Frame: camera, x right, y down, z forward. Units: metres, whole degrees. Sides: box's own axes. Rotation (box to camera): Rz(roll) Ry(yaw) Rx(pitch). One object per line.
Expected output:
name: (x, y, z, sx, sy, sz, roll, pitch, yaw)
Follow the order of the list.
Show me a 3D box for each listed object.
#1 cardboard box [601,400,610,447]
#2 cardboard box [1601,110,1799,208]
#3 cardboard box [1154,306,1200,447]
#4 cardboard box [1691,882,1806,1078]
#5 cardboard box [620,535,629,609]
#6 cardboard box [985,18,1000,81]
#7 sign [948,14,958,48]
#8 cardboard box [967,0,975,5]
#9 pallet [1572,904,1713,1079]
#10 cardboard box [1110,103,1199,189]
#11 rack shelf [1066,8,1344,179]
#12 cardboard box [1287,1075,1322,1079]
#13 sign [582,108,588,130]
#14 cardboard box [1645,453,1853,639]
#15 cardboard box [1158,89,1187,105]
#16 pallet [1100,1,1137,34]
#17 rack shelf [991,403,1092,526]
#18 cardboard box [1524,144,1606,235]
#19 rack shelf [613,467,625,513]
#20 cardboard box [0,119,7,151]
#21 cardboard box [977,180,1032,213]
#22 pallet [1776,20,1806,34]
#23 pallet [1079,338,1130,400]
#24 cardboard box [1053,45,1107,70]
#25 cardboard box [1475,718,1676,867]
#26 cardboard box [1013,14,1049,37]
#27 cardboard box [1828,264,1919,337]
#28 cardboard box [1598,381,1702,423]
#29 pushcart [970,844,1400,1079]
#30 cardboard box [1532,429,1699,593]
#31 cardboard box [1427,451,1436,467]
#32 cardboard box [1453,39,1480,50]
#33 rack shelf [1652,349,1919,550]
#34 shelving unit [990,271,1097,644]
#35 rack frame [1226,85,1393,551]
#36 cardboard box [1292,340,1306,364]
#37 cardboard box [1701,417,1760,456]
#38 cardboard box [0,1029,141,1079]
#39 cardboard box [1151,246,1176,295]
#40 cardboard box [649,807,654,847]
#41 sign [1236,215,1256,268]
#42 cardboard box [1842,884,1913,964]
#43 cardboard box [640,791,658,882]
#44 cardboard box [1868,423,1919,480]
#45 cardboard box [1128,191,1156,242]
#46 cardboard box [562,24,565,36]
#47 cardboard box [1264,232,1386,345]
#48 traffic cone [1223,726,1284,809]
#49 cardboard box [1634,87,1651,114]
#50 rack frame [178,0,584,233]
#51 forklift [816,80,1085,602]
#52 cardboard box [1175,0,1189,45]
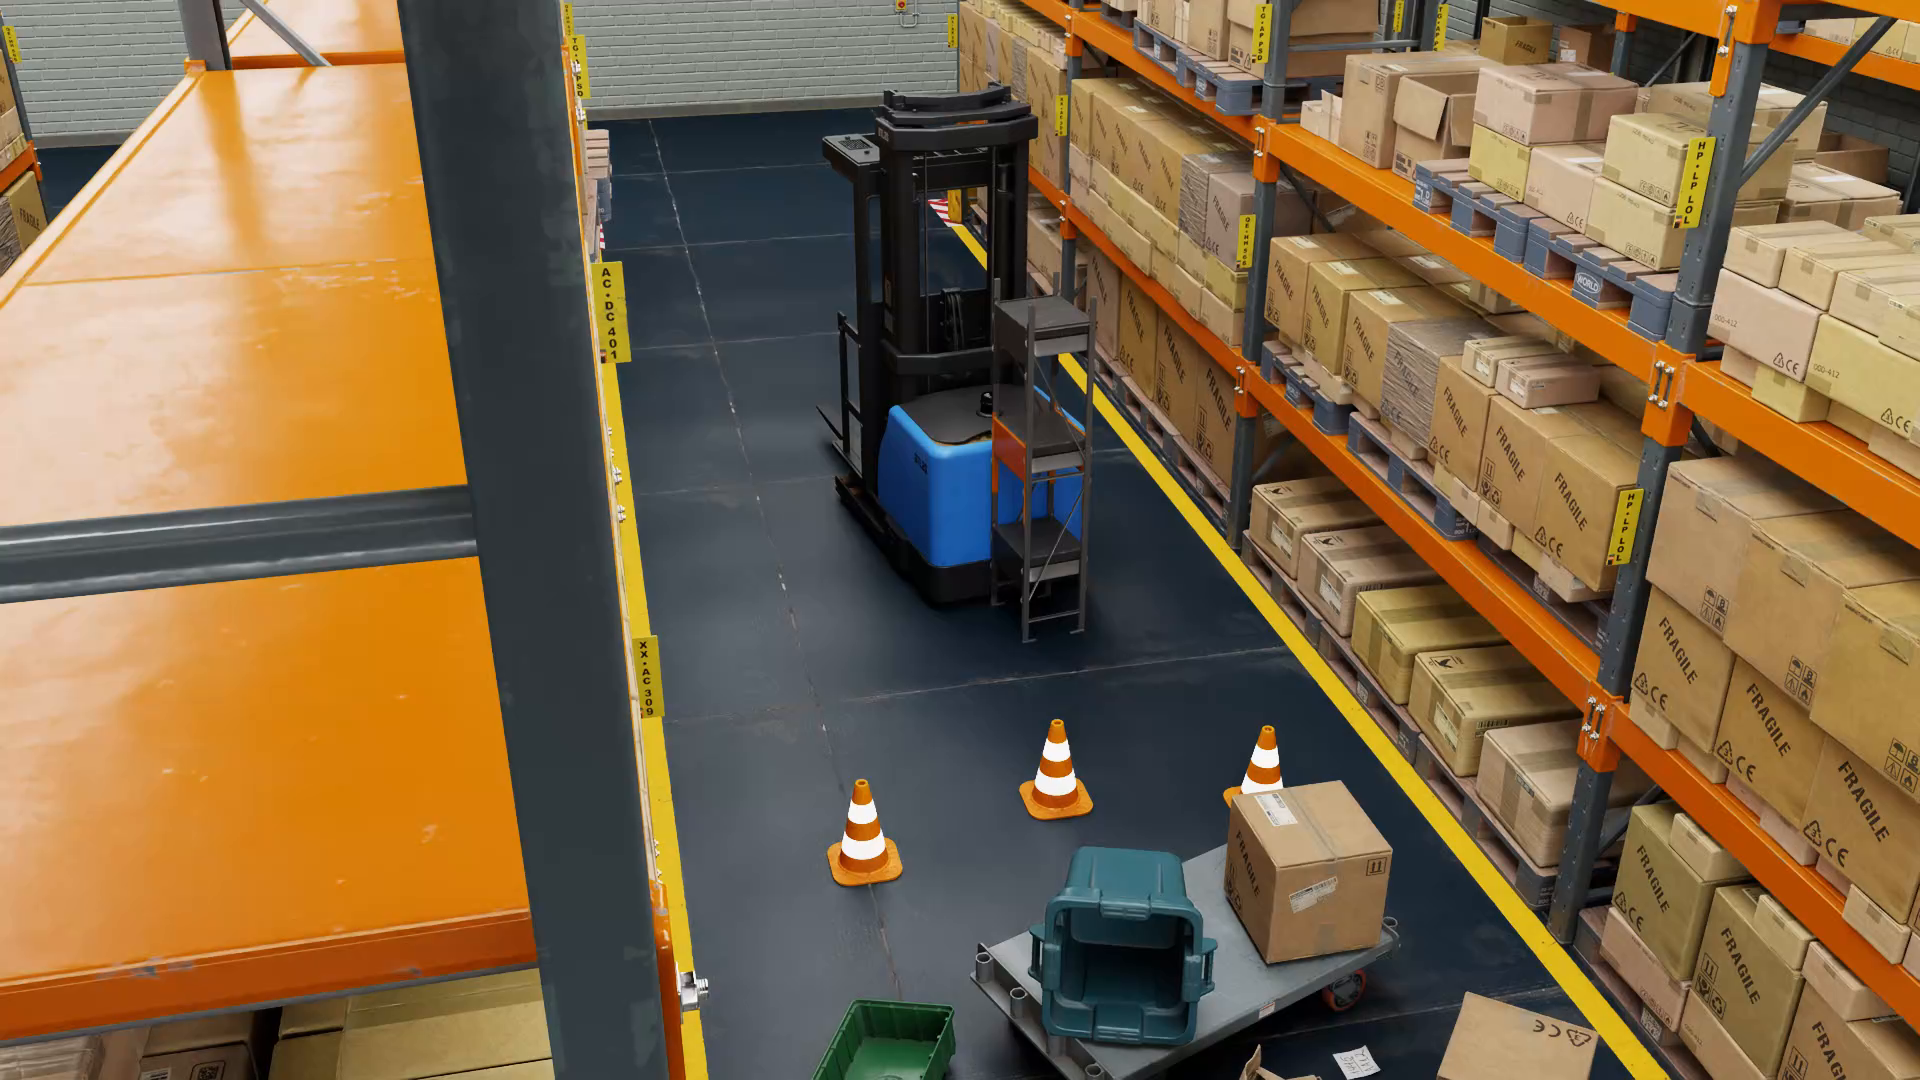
cardboard box: (-0.952, -0.176, 3.603, 0.380, 0.149, 0.250, -6, 27, -12)
cardboard box: (2.917, -1.514, 6.584, 0.500, 0.250, 0.500, -5, 27, -10)
cardboard box: (1.998, -1.289, 12.212, 0.875, 0.875, 0.875, -6, 27, -11)
cardboard box: (3.173, 1.636, 6.280, 0.500, 0.500, 0.500, -5, 27, -10)
cardboard box: (-1.709, 0.213, 7.235, 0.500, 0.500, 0.500, -6, 27, -12)
cardboard box: (0.545, -4.658, 15.776, 0.500, 0.500, 0.500, -6, 27, -12)
sign: (-0.075, -5.226, 17.073, 0.100, 0.325, 0.005, -6, 27, -12)
cardboard box: (0.277, -5.455, 16.634, 0.380, 0.149, 0.250, -5, 27, -11)
pallet: (3.357, 1.946, 7.006, 1.003, 0.211, 1.213, -6, 27, -12)
cardboard box: (1.440, -2.930, 12.351, 0.500, 0.500, 0.500, -7, 28, -13)
rack shelf: (1.819, -3.242, 11.660, 1.077, 0.370, 4.000, -6, 27, -12)
cardboard box: (0.992, 2.296, 5.838, 0.797, 0.637, 0.503, -6, 27, -12)
sign: (-2.891, -3.130, 12.683, 0.100, 0.325, 0.005, -6, 27, -12)
cardboard box: (3.059, 0.001, 6.214, 0.700, 0.500, 0.500, -6, 27, -12)
cardboard box: (1.838, -3.196, 12.879, 0.500, 0.500, 0.500, -5, 27, -11)
pallet: (1.623, -3.958, 12.493, 0.805, 0.209, 1.217, -7, 28, -14)
rack shelf: (0.468, -0.446, 9.681, 0.431, 0.518, 0.480, -10, 28, -19)
cardboard box: (2.790, -1.514, 7.138, 0.500, 0.250, 0.500, -6, 27, -11)
rack shelf: (-2.079, -0.939, 7.097, 1.077, 0.370, 4.000, -6, 27, -12)
cardboard box: (-8.707, -3.509, 14.556, 0.500, 0.250, 0.500, -6, 27, -12)
cardboard box: (0.713, -3.622, 17.321, 0.875, 0.438, 0.875, -7, 28, -13)
pallet: (6.519, -4.114, 12.799, 1.213, 0.211, 1.003, -6, 27, -12)
pallet: (1.616, -1.526, 13.886, 1.003, 0.211, 1.213, -6, 27, -12)
cardboard box: (0.989, -3.985, 13.723, 0.380, 0.149, 0.250, -7, 28, -13)
cardboard box: (3.051, 1.166, 7.908, 0.950, 0.372, 0.625, -6, 27, -11)
cardboard box: (0.693, -4.659, 15.059, 0.380, 0.149, 0.250, -6, 27, -12)
cardboard box: (3.062, -0.773, 5.365, 0.380, 0.149, 0.250, -7, 28, -13)
cardboard box: (3.232, -0.410, 7.672, 0.500, 0.500, 0.500, -6, 27, -11)
pushcart: (0.961, 1.834, 7.044, 1.648, 0.377, 0.936, -16, 31, -29)
cardboard box: (2.844, -0.134, 7.127, 0.500, 0.500, 0.500, -6, 27, -13)
cardboard box: (2.611, -0.439, 8.449, 0.380, 0.149, 0.250, -7, 28, -13)
cardboard box: (5.664, -5.255, 18.014, 0.500, 0.250, 0.500, -5, 27, -10)
rack shelf: (3.622, 0.270, 4.702, 1.077, 0.370, 4.000, -6, 27, -12)
shelving unit: (0.468, -0.458, 9.675, 0.431, 2.100, 0.503, -10, 28, -19)
rack frame: (2.270, -1.346, 10.434, 1.000, 3.000, 0.127, -6, 27, -12)
cardboard box: (2.193, -1.132, 9.824, 0.380, 0.149, 0.250, -8, 28, -15)
cardboard box: (3.410, -0.487, 7.105, 0.380, 0.149, 0.250, -6, 27, -12)
cardboard box: (-1.188, 0.675, 1.918, 0.380, 0.149, 0.250, -6, 27, -11)
cardboard box: (1.675, -1.920, 11.738, 0.500, 0.250, 0.500, -6, 27, -12)
cardboard box: (-0.776, 0.517, 3.116, 0.380, 0.149, 0.250, -6, 27, -12)
sign: (1.730, -1.805, 10.059, 0.100, 0.325, 0.005, -6, 27, -12)
cardboard box: (3.209, 1.256, 5.559, 0.380, 0.149, 0.250, -6, 27, -11)
cardboard box: (-0.606, 0.497, 2.271, 0.380, 0.149, 0.250, -6, 27, -12)
cardboard box: (3.188, -0.323, 5.357, 0.380, 0.149, 0.250, -5, 27, -10)
cardboard box: (1.542, -2.364, 12.063, 0.500, 0.250, 0.500, -7, 28, -13)
cardboard box: (-2.519, -2.679, 9.636, 0.500, 0.500, 0.500, -6, 27, -12)
cardboard box: (2.146, -1.490, 9.812, 0.500, 0.500, 0.500, -7, 28, -13)
traffic cone: (1.528, 1.140, 8.324, 0.336, 0.463, 0.334, -6, 27, -12)
cardboard box: (6.095, -3.605, 14.332, 0.700, 0.500, 0.500, -5, 27, -10)
rack frame: (-1.628, -1.721, 4.520, 1.000, 3.000, 0.127, -6, 27, -12)
forklift: (-0.227, -1.570, 10.953, 1.130, 2.935, 3.031, -10, 28, -19)
cardboard box: (1.619, -3.382, 10.821, 0.396, 0.266, 0.258, -7, 28, -13)
